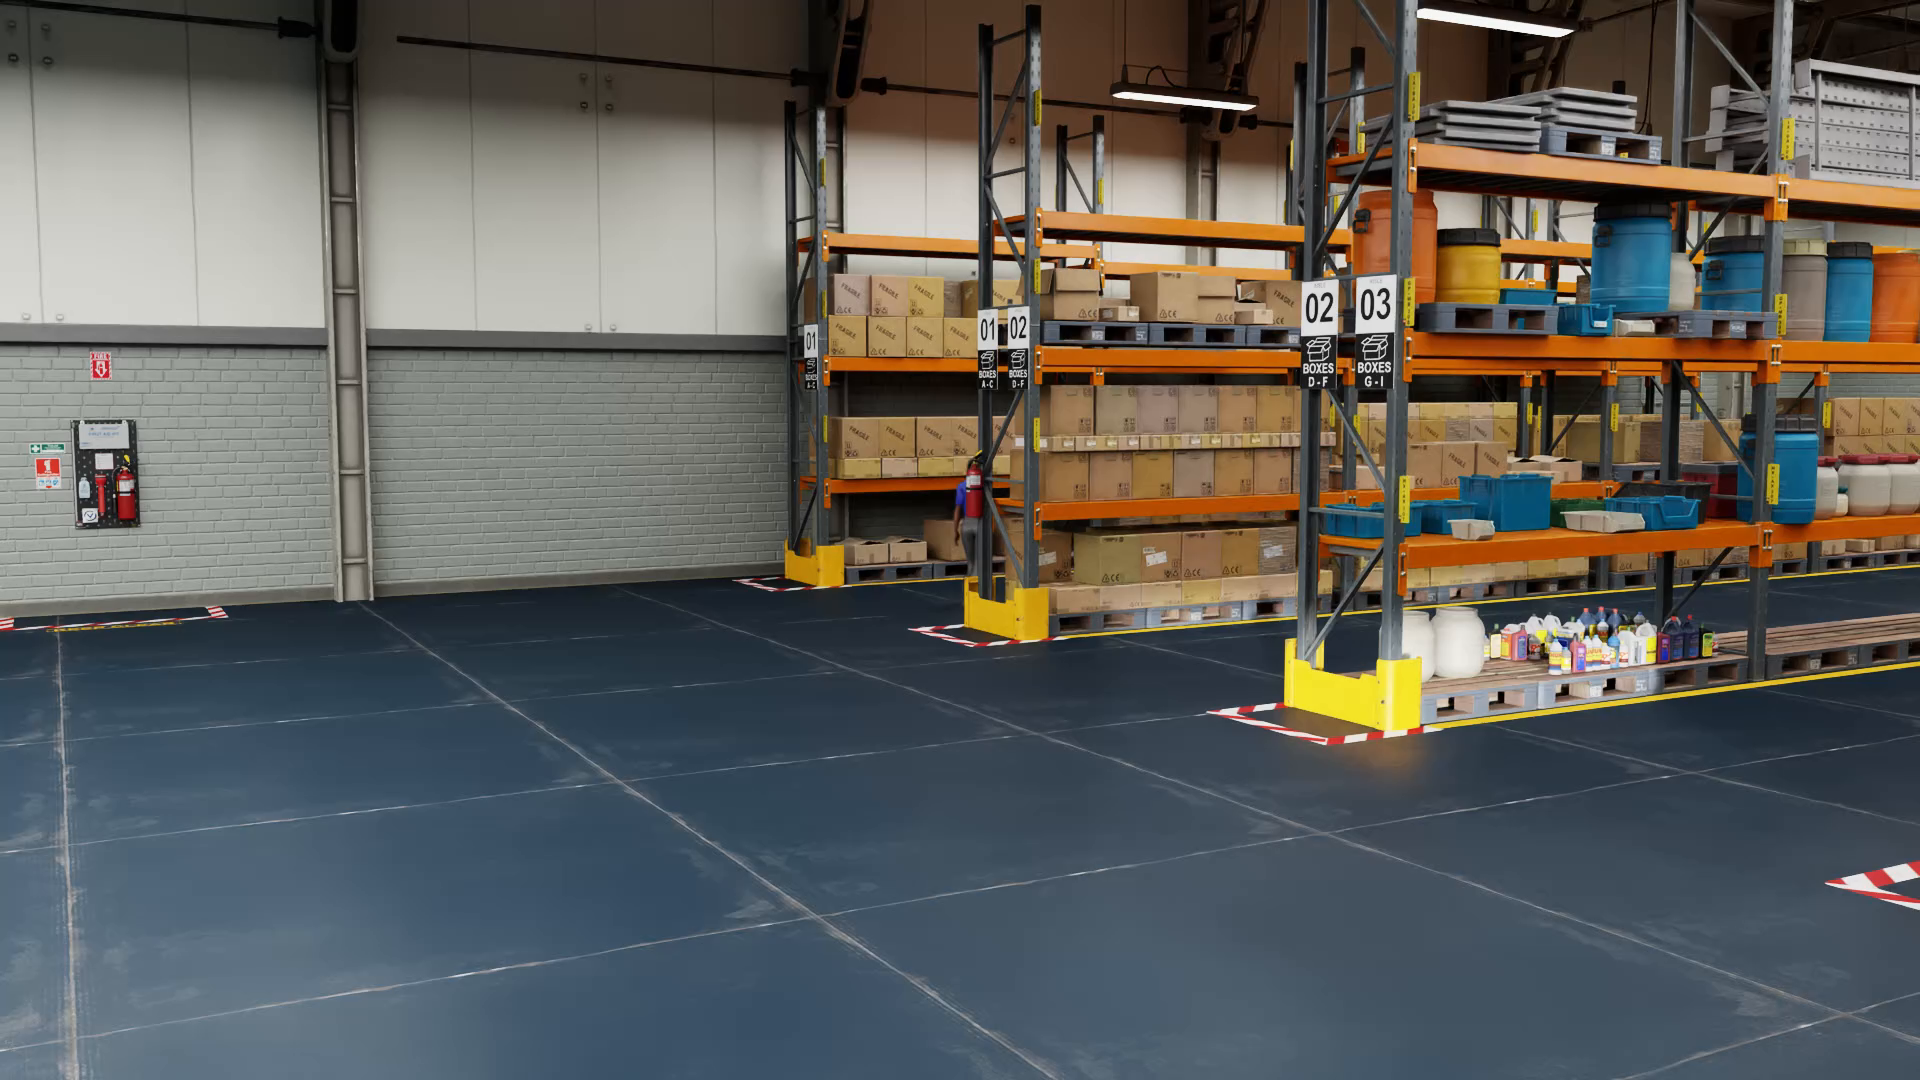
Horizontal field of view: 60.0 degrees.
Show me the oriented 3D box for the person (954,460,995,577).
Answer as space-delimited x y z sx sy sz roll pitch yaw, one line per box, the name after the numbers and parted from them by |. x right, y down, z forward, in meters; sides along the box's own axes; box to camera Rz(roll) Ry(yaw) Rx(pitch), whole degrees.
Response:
0.194 -0.103 18.613 0.457 1.641 0.712 1 5 16 | person
